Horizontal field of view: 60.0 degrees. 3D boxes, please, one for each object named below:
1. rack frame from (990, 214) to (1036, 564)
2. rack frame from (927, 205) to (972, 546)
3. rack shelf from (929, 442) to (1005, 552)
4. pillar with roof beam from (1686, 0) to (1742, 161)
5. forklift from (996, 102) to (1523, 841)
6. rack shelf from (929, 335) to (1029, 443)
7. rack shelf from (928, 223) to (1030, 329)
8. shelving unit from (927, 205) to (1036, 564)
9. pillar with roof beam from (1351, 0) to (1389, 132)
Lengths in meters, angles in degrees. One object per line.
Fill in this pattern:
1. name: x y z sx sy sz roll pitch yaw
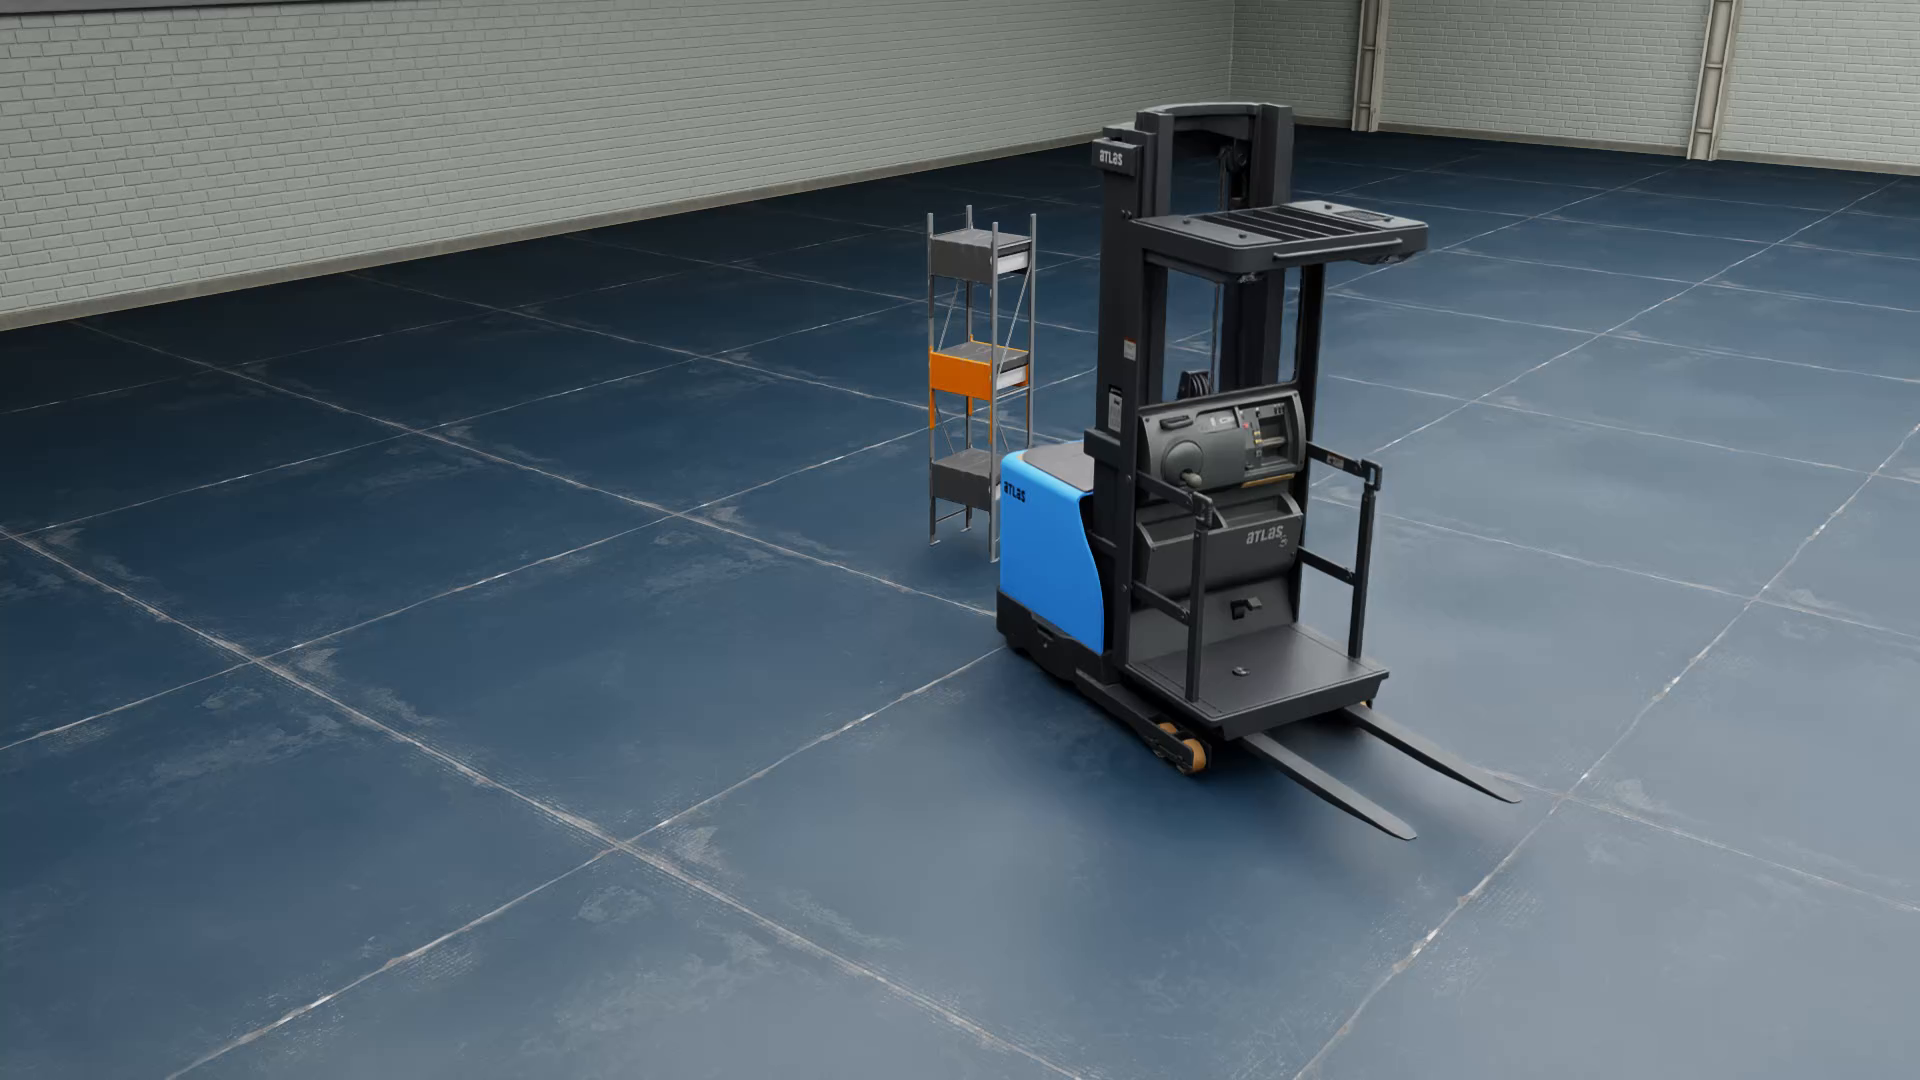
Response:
1. rack frame: 0.317 -0.891 10.055 0.015 2.100 0.400 16 26 36
2. rack frame: -0.061 -1.000 10.344 0.015 2.100 0.400 16 26 36
3. rack shelf: 0.128 -0.278 10.452 0.480 0.518 0.431 16 26 36
4. pillar with roof beam: 9.410 -9.267 22.490 0.400 9.000 9.100 16 26 36
5. forklift: 1.367 -0.460 7.734 1.130 2.935 3.031 -11 23 -28
6. rack shelf: 0.128 -0.933 10.205 0.480 0.518 0.431 16 26 36
7. rack shelf: 0.128 -1.588 9.958 0.480 0.518 0.431 16 26 36
8. shelving unit: 0.128 -0.946 10.200 0.503 2.100 0.431 16 26 36
9. pillar with roof beam: 4.761 -10.606 26.040 0.400 9.000 9.100 16 26 36
